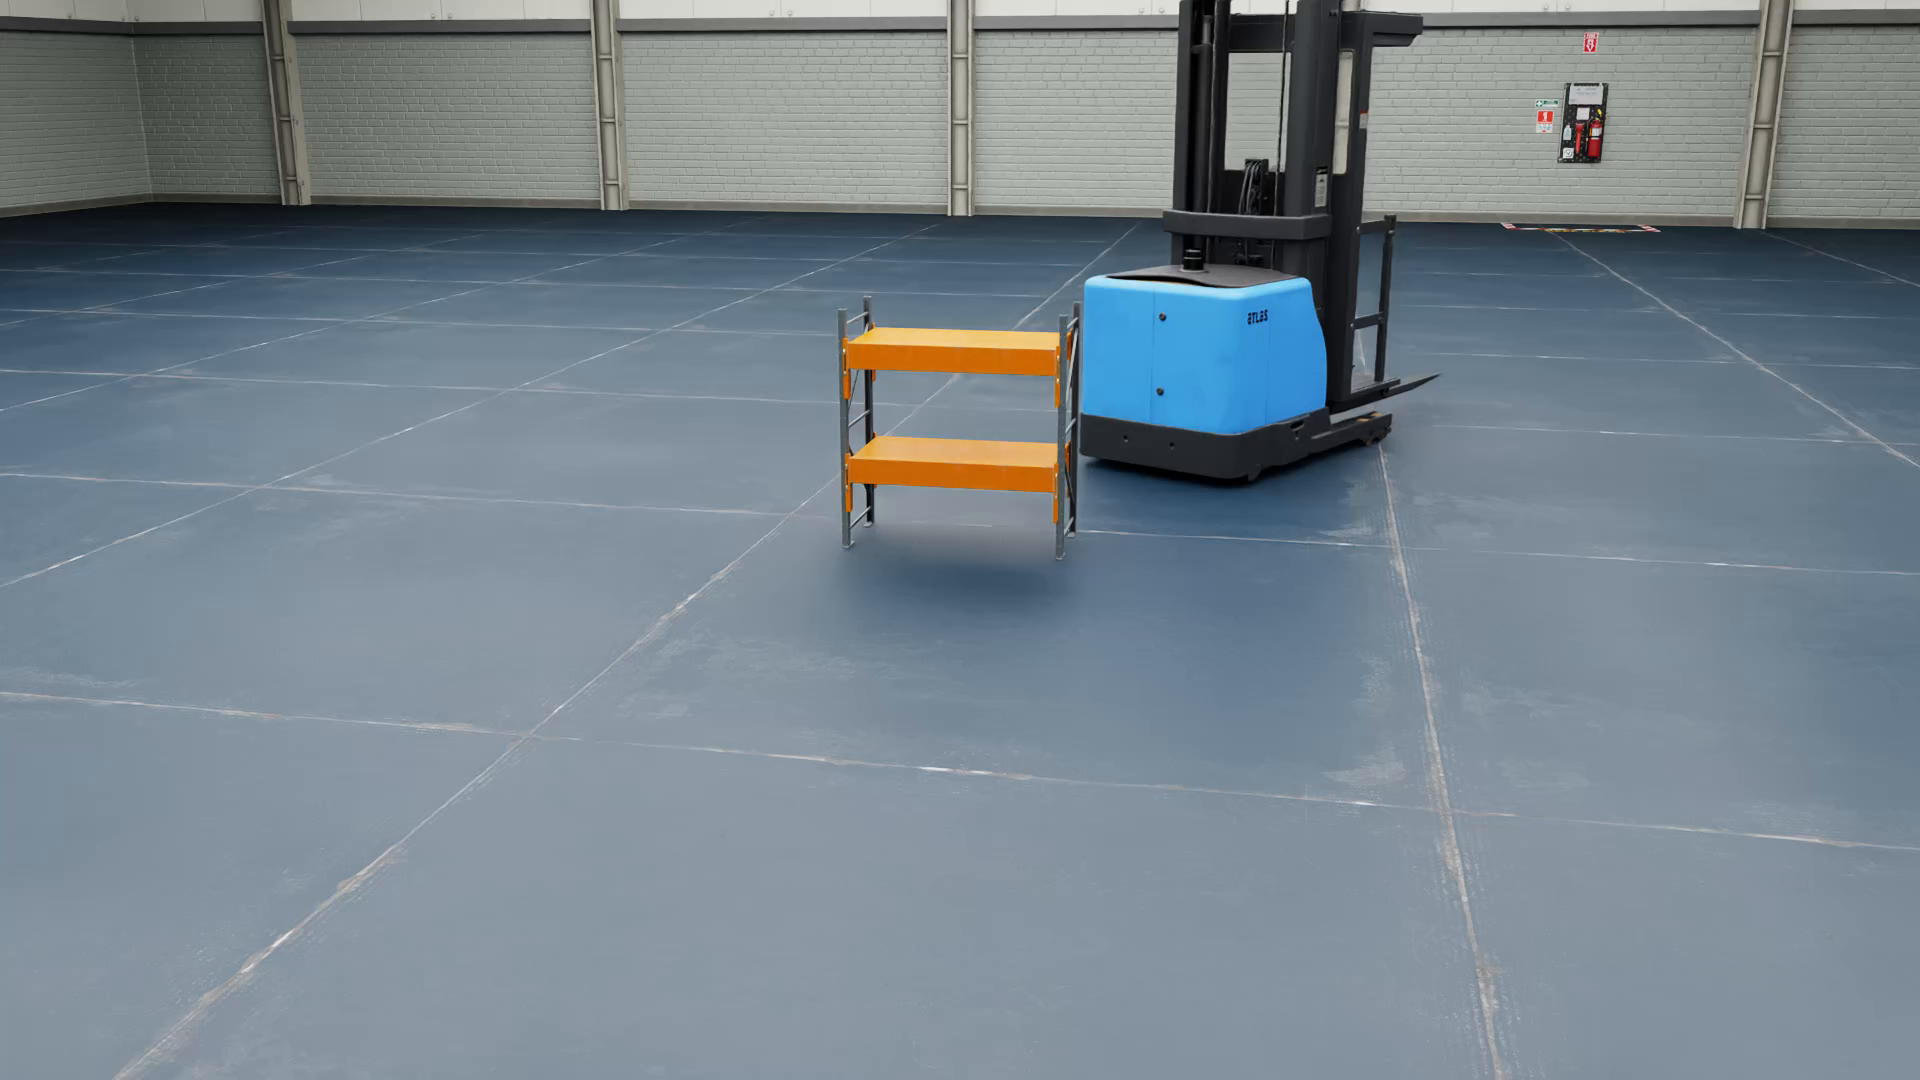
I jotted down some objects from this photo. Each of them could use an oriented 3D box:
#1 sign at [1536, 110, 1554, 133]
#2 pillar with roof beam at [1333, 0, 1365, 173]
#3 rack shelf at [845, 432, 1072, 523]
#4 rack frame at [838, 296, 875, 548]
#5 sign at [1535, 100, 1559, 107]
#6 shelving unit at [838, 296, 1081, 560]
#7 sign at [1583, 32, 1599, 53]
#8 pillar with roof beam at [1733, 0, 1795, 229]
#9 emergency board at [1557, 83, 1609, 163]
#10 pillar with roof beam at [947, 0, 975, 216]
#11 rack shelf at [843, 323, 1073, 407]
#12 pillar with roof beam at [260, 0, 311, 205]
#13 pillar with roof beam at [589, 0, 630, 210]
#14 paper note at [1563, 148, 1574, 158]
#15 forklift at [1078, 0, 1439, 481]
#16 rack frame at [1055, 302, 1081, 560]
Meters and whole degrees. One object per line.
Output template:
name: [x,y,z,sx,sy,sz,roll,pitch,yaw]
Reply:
sign: [8.845,-6.326,25.143,0.234,0.329,0.001,3,16,11]
pillar with roof beam: [5.042,-8.195,20.720,0.400,9.000,9.100,3,16,11]
rack shelf: [0.007,-0.306,7.906,1.000,0.278,0.538,3,16,11]
rack frame: [-0.492,-0.569,7.938,0.032,1.125,0.500,3,16,11]
sign: [8.847,-6.579,25.063,0.331,0.109,0.001,3,16,11]
shelving unit: [0.007,-0.542,7.841,1.048,1.125,0.538,3,16,11]
sign: [9.378,-7.396,24.731,0.199,0.298,0.001,3,16,11]
pillar with roof beam: [10.922,-7.876,19.567,0.400,9.000,9.100,3,16,11]
emergency board: [9.366,-6.252,24.944,0.643,1.169,0.194,3,16,11]
pillar with roof beam: [-0.837,-8.514,21.872,0.400,9.000,9.100,3,16,11]
rack shelf: [0.007,-0.824,7.762,1.000,0.278,0.538,3,16,11]
pillar with roof beam: [-12.597,-9.153,24.176,0.400,9.000,9.100,3,16,11]
pillar with roof beam: [-6.717,-8.833,23.024,0.400,9.000,9.100,3,16,11]
paper note: [9.206,-5.855,25.161,0.142,0.148,0.016,3,16,11]
forklift: [2.003,-2.060,9.940,1.130,2.935,3.031,12,20,38]
rack frame: [0.505,-0.515,7.743,0.032,1.125,0.500,3,16,11]
